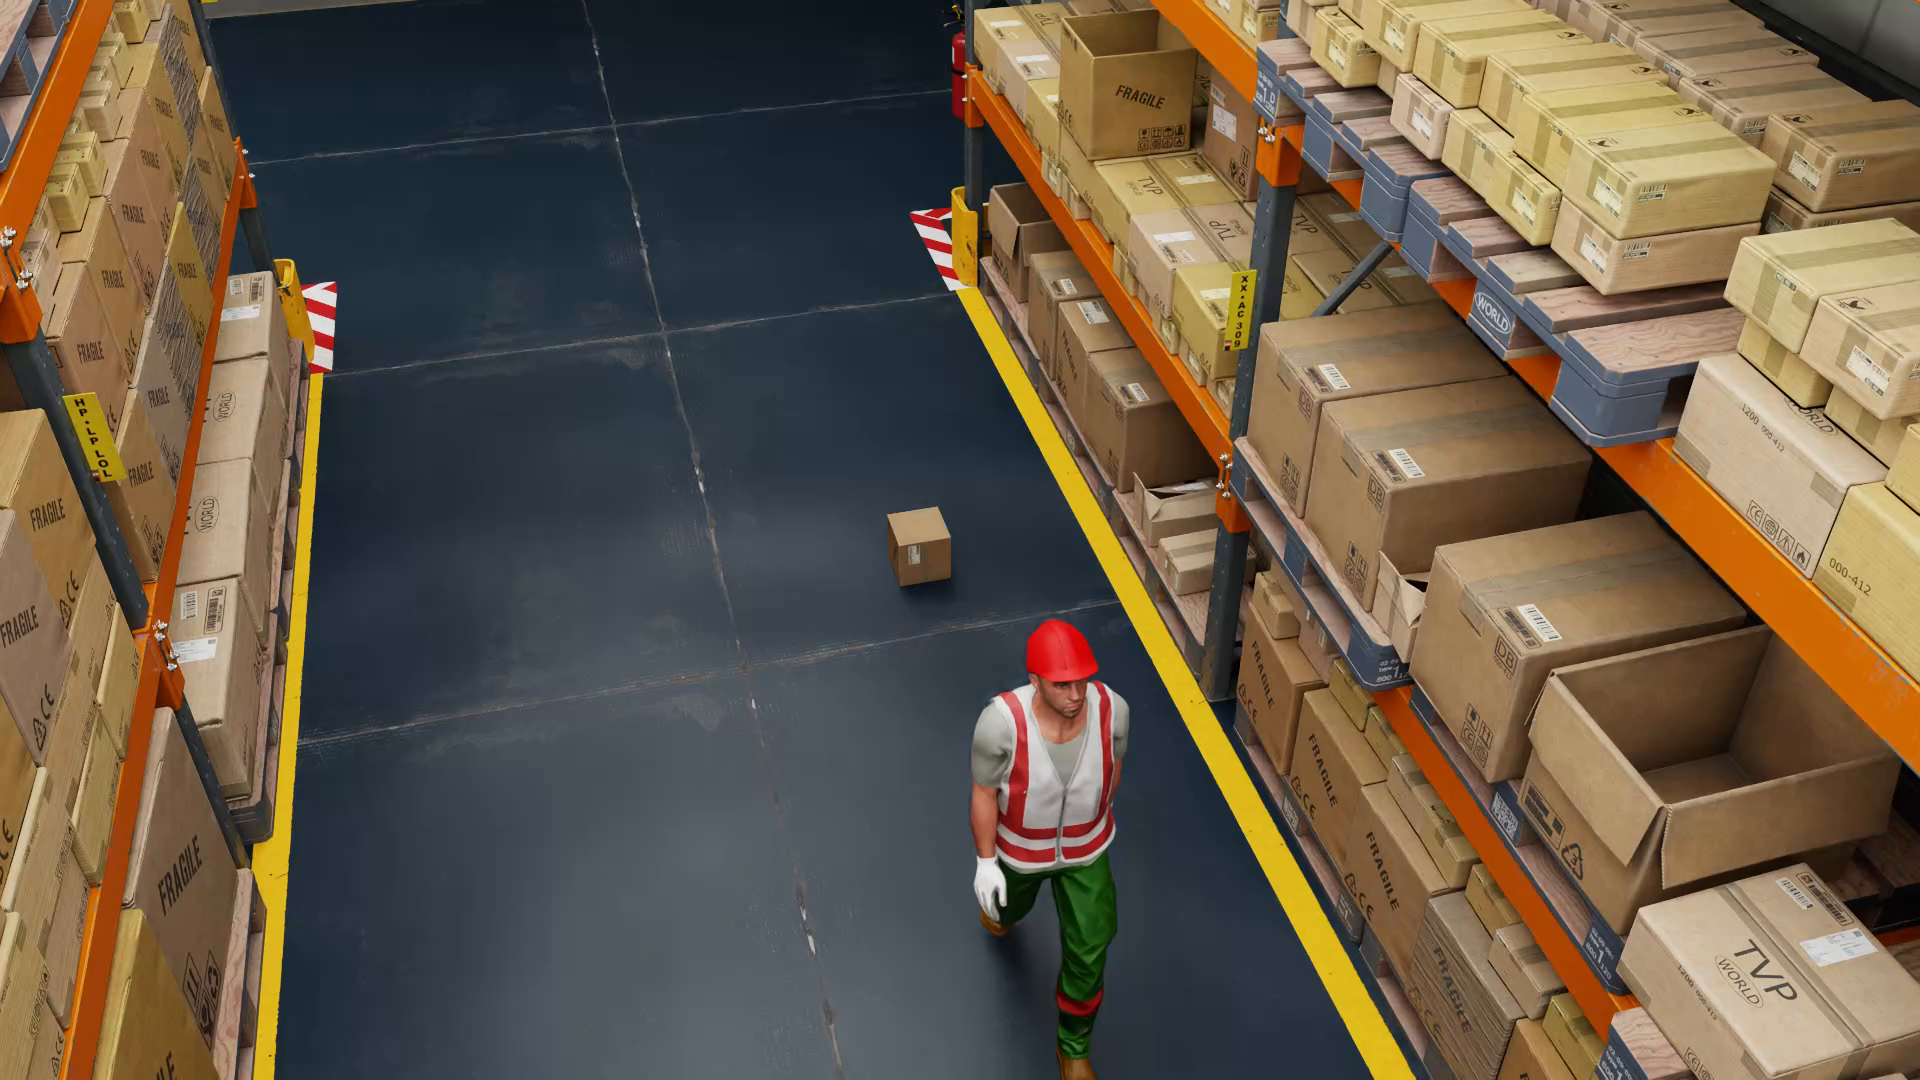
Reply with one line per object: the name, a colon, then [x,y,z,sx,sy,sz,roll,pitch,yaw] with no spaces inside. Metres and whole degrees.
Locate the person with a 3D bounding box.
person: [0.286,0.958,5.456,0.531,1.749,1.005,-5,38,-6]
